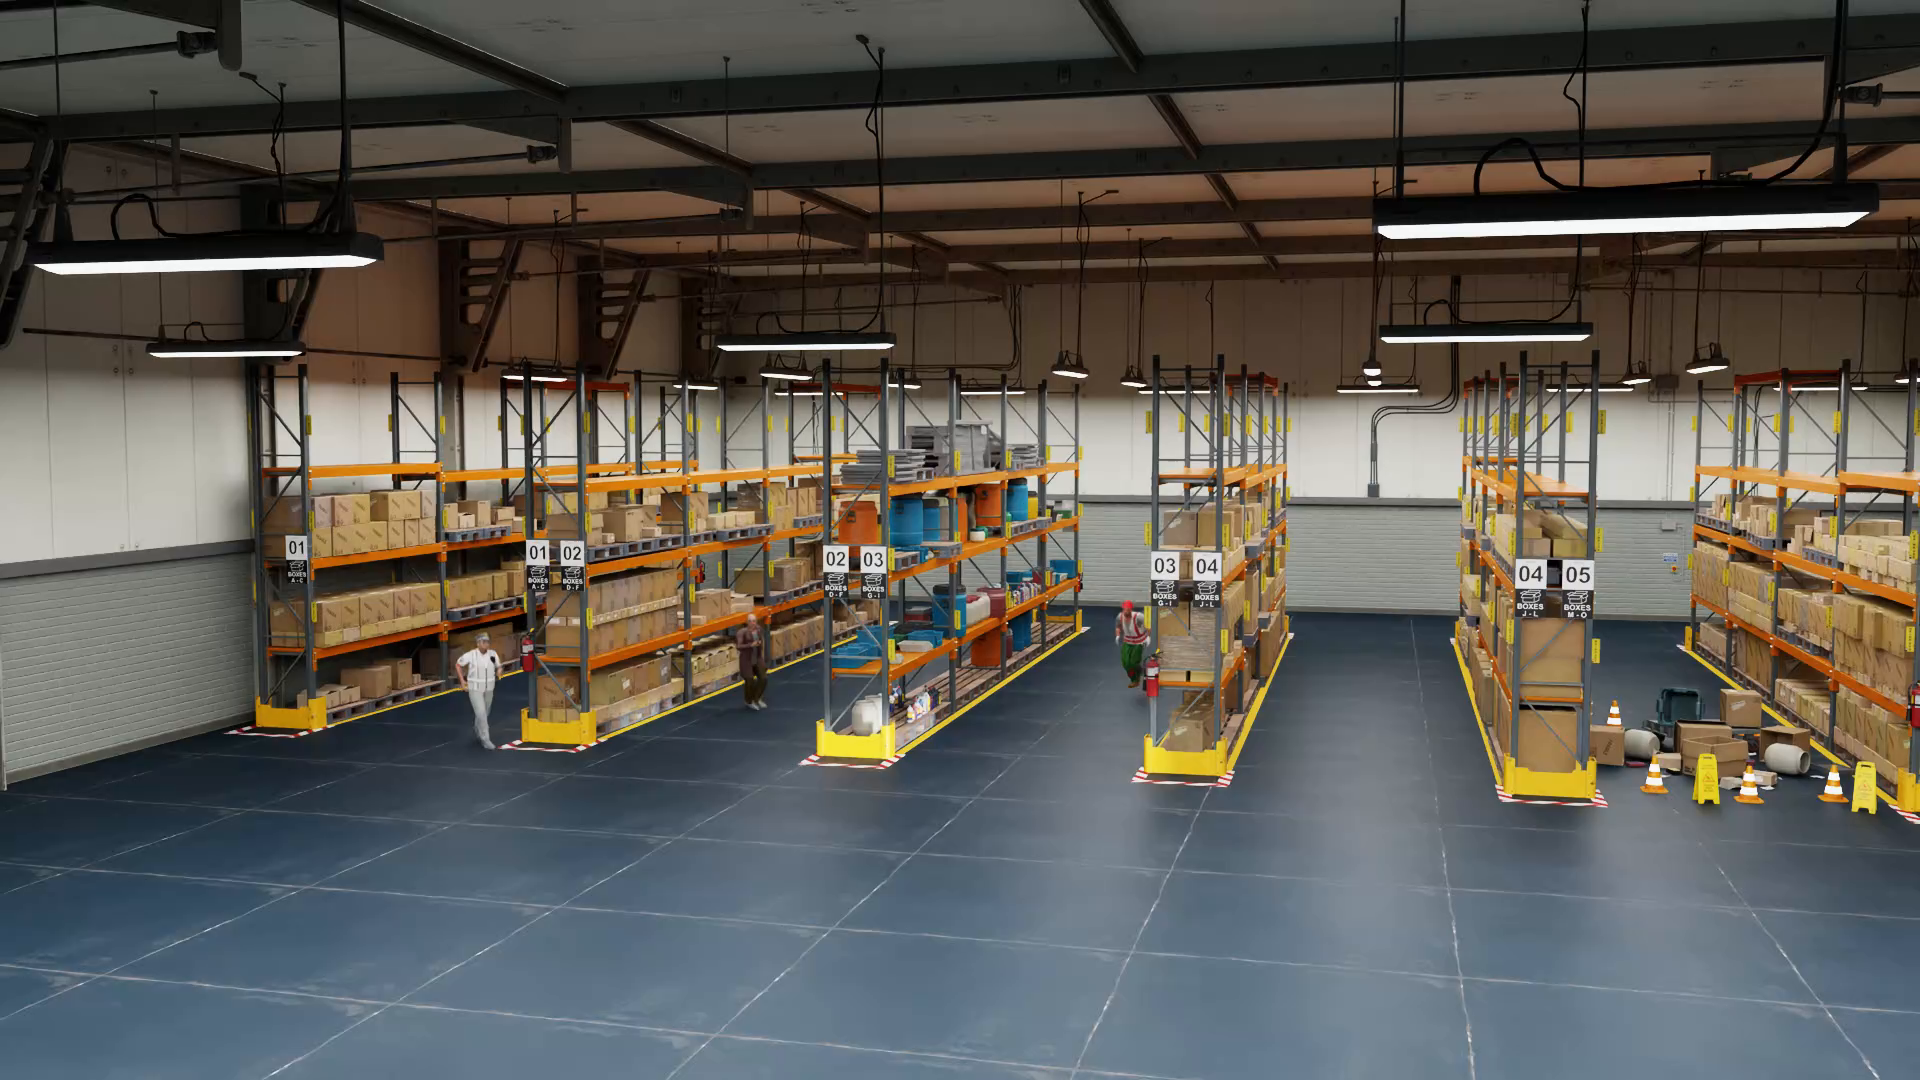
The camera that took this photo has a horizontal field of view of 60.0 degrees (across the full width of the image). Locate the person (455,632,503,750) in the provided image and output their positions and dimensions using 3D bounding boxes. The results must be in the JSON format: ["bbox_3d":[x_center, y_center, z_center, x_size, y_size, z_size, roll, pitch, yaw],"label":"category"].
[{"bbox_3d":[-7.465,2.314,25.910,0.680,1.775,0.974,-3,5,-41],"label":"person"}]

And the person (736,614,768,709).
[{"bbox_3d":[-3.668,2.147,29.070,0.652,1.743,0.934,-2,5,-30],"label":"person"}]

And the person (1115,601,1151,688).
[{"bbox_3d":[3.121,1.862,29.835,0.676,1.608,0.858,2,4,24],"label":"person"}]
